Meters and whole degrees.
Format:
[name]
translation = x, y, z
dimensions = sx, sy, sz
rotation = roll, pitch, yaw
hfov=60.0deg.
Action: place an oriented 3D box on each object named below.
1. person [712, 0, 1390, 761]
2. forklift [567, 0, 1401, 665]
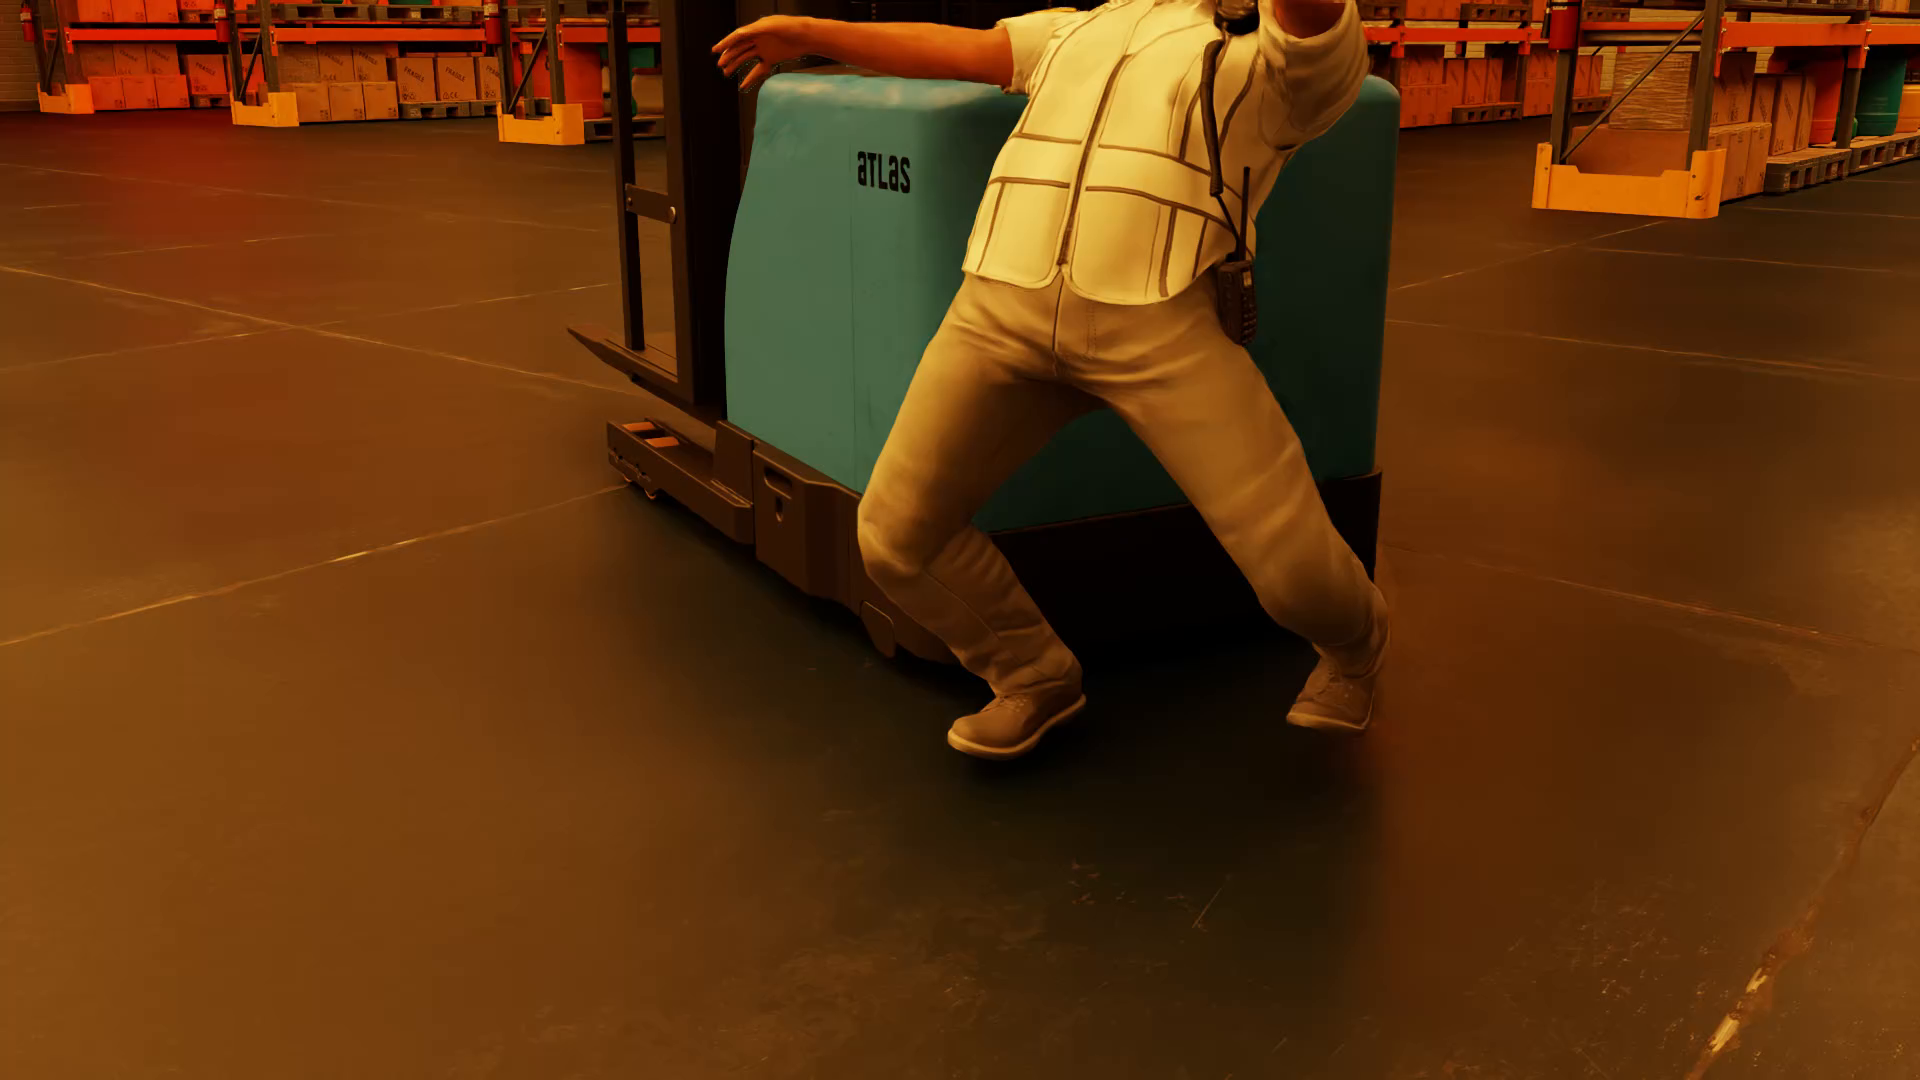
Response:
[person]
translation = 0.151, -0.370, 2.554
dimensions = 1.031, 1.470, 0.655
rotation = 7, 18, 23
[forklift]
translation = -0.288, -1.559, 4.031
dimensions = 1.130, 2.935, 3.031
rotation = -9, 19, -27
